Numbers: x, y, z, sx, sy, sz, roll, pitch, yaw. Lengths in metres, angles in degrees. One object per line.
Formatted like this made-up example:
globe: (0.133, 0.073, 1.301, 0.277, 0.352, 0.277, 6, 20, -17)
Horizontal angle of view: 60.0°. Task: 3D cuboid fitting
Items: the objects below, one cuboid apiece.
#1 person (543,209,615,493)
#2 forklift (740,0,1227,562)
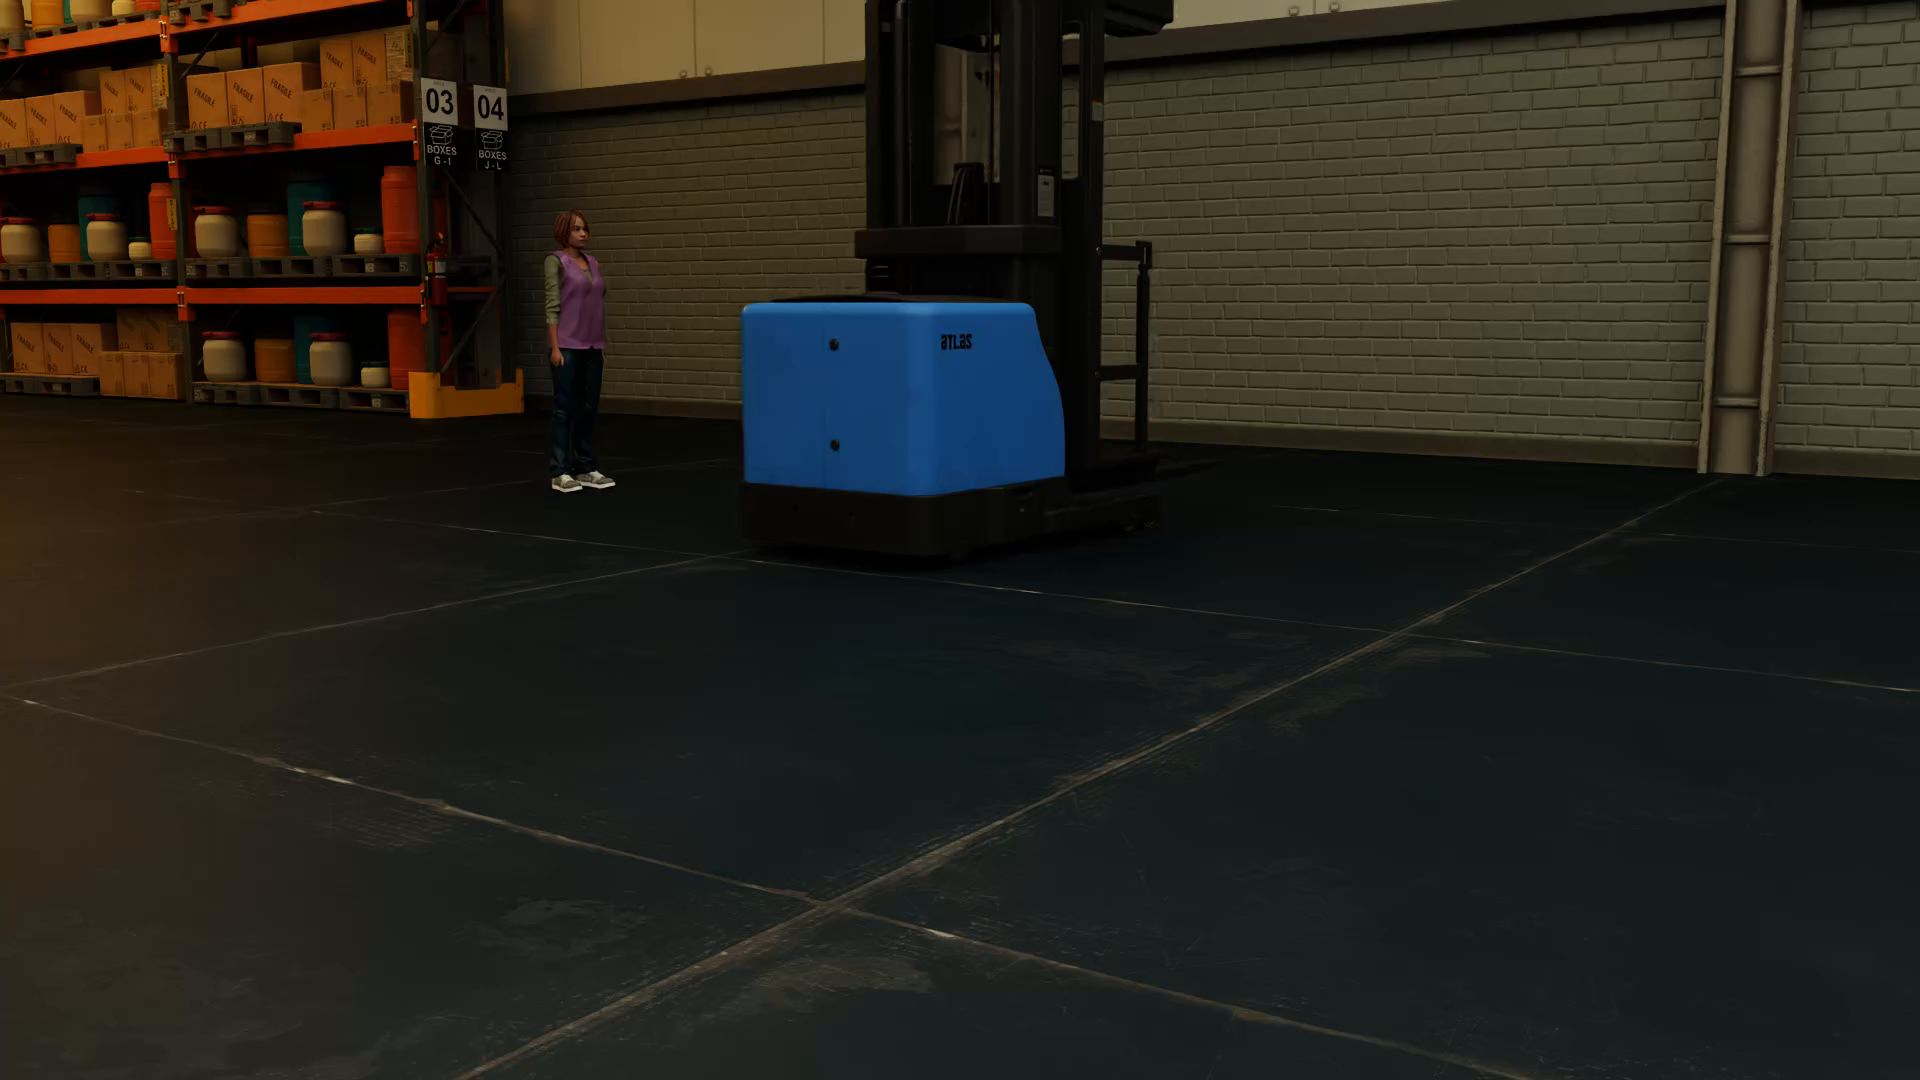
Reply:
person: (-2.204, -1.088, 9.574, 0.311, 1.603, 0.404, 5, 10, 32)
forklift: (0.314, -1.525, 7.917, 1.130, 2.935, 3.031, 6, 10, 35)
